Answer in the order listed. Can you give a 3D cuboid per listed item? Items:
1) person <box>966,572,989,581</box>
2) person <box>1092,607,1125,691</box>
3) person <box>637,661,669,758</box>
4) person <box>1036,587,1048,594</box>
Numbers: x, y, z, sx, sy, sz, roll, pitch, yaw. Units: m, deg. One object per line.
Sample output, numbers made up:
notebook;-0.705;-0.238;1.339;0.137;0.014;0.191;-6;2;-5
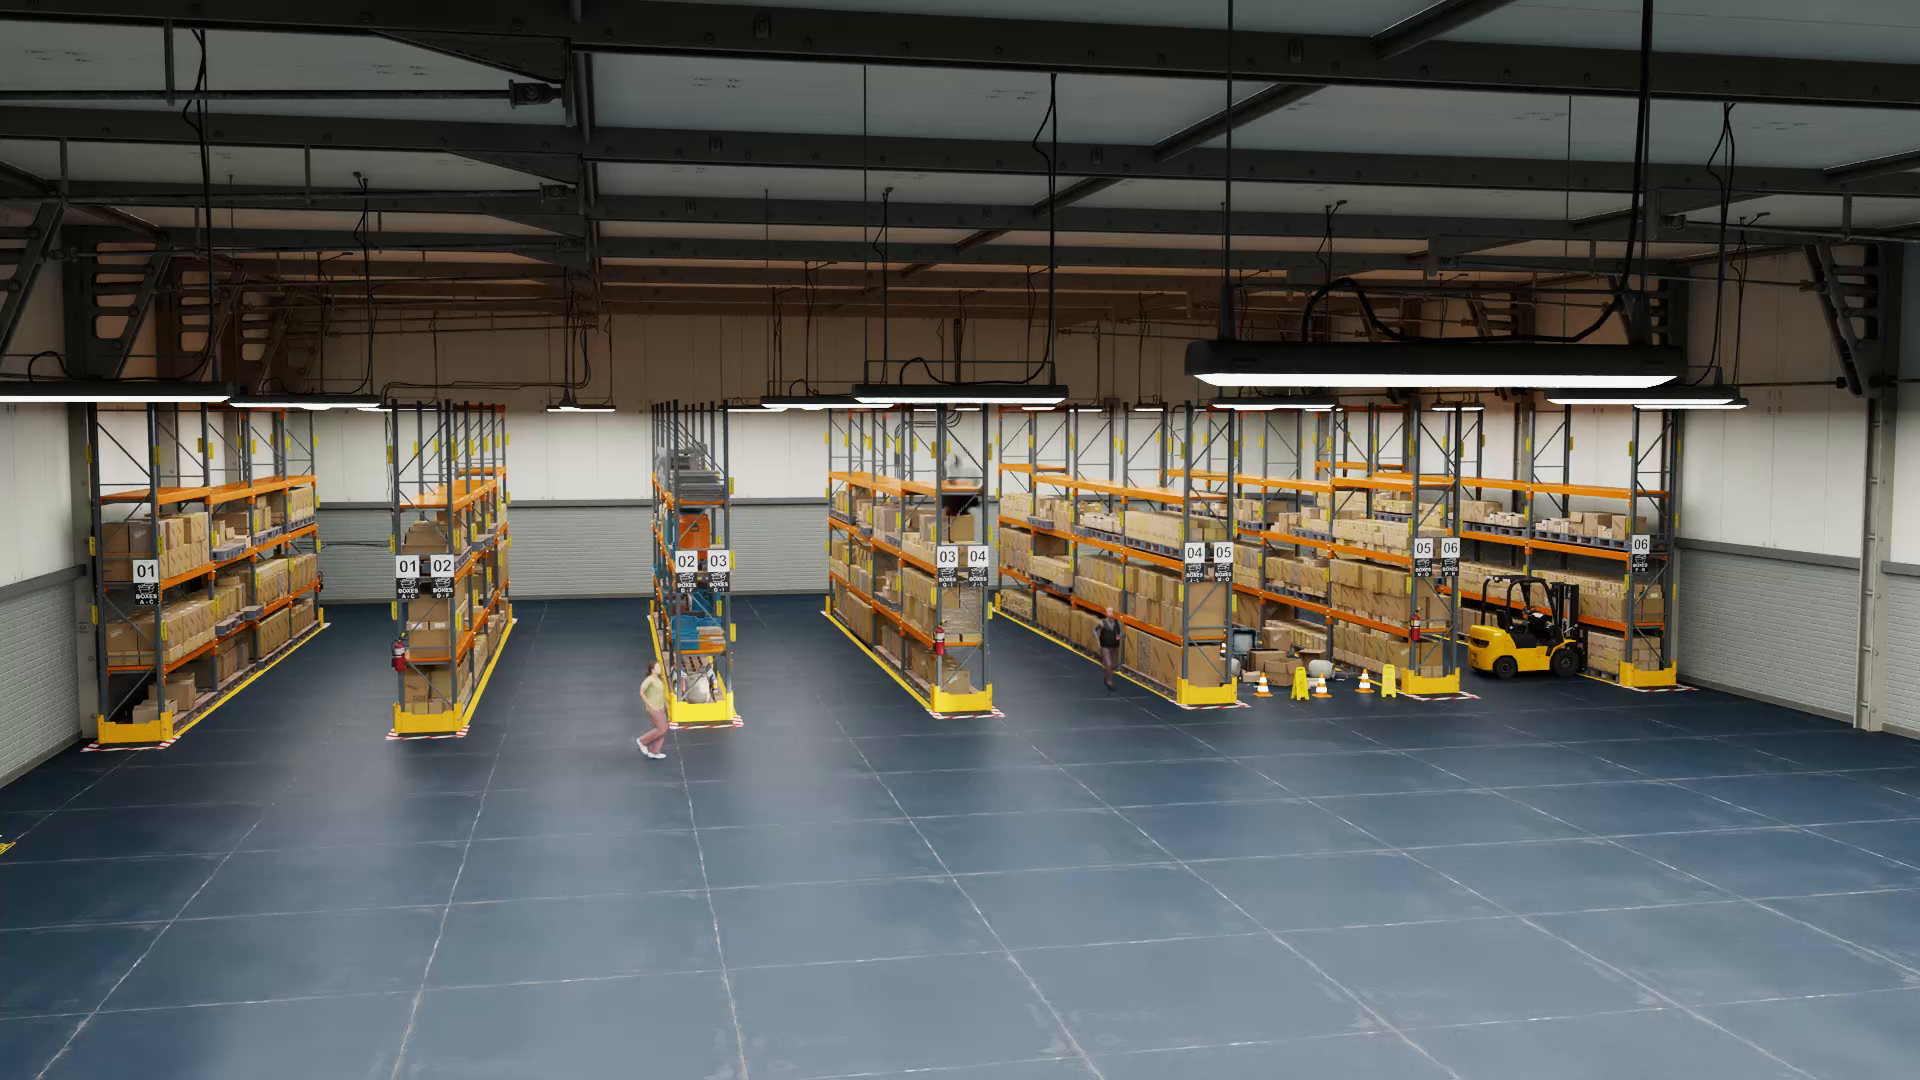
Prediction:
person;0.472;1.393;45.538;0.651;1.846;0.799;-1;4;-14
person;3.111;2.245;34.586;0.671;1.709;0.844;-1;4;-16
person;-5.111;2.823;27.715;0.535;1.632;0.575;1;4;14
person;2.243;1.089;50.068;0.859;1.713;0.772;4;6;40
